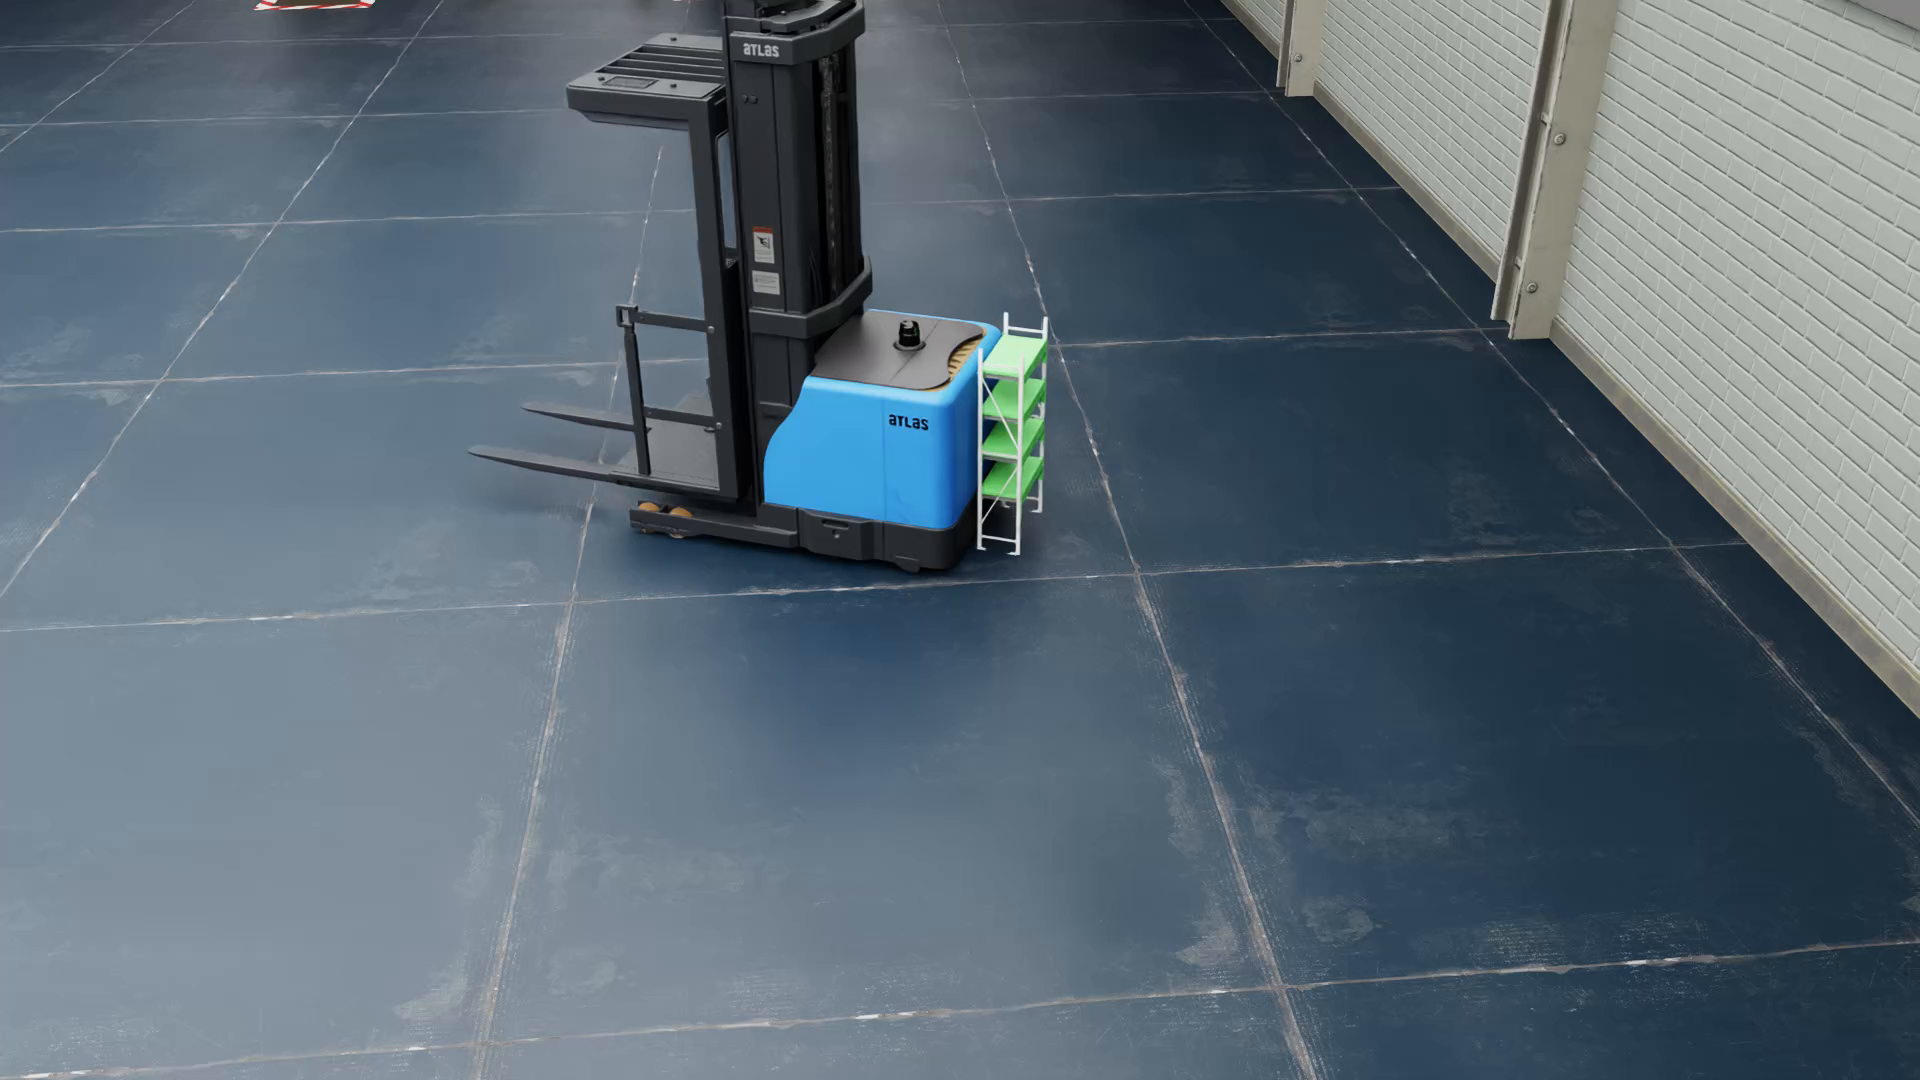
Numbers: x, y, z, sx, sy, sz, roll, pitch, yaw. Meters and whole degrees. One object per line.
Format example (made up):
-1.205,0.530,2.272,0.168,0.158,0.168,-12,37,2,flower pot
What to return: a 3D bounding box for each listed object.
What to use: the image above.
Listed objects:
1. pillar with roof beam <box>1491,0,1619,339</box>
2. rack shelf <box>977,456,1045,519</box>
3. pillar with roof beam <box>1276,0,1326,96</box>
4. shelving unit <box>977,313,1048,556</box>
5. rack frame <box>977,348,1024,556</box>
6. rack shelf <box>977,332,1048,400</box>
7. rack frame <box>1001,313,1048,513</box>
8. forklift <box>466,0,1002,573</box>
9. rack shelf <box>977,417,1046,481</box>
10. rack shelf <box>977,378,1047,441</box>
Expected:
-0.311,-5.164,9.120,9.100,9.000,0.400,-3,31,-5,pillar with roof beam
0.283,-0.309,9.190,0.258,0.148,0.480,9,32,14,rack shelf
-0.872,-8.227,14.249,9.100,9.000,0.400,-3,31,-5,pillar with roof beam
0.283,-0.570,9.034,0.258,1.200,0.503,9,32,14,shelving unit
0.212,-0.450,8.834,0.240,1.200,0.015,9,32,14,rack frame
0.283,-0.927,8.821,0.258,0.148,0.480,9,32,14,rack shelf
0.353,-0.690,9.235,0.240,1.200,0.015,9,32,14,rack frame
-1.333,-1.515,8.928,3.031,2.935,1.130,9,32,15,forklift
0.283,-0.515,9.067,0.258,0.148,0.480,9,32,14,rack shelf
0.283,-0.721,8.944,0.258,0.148,0.480,9,32,14,rack shelf
